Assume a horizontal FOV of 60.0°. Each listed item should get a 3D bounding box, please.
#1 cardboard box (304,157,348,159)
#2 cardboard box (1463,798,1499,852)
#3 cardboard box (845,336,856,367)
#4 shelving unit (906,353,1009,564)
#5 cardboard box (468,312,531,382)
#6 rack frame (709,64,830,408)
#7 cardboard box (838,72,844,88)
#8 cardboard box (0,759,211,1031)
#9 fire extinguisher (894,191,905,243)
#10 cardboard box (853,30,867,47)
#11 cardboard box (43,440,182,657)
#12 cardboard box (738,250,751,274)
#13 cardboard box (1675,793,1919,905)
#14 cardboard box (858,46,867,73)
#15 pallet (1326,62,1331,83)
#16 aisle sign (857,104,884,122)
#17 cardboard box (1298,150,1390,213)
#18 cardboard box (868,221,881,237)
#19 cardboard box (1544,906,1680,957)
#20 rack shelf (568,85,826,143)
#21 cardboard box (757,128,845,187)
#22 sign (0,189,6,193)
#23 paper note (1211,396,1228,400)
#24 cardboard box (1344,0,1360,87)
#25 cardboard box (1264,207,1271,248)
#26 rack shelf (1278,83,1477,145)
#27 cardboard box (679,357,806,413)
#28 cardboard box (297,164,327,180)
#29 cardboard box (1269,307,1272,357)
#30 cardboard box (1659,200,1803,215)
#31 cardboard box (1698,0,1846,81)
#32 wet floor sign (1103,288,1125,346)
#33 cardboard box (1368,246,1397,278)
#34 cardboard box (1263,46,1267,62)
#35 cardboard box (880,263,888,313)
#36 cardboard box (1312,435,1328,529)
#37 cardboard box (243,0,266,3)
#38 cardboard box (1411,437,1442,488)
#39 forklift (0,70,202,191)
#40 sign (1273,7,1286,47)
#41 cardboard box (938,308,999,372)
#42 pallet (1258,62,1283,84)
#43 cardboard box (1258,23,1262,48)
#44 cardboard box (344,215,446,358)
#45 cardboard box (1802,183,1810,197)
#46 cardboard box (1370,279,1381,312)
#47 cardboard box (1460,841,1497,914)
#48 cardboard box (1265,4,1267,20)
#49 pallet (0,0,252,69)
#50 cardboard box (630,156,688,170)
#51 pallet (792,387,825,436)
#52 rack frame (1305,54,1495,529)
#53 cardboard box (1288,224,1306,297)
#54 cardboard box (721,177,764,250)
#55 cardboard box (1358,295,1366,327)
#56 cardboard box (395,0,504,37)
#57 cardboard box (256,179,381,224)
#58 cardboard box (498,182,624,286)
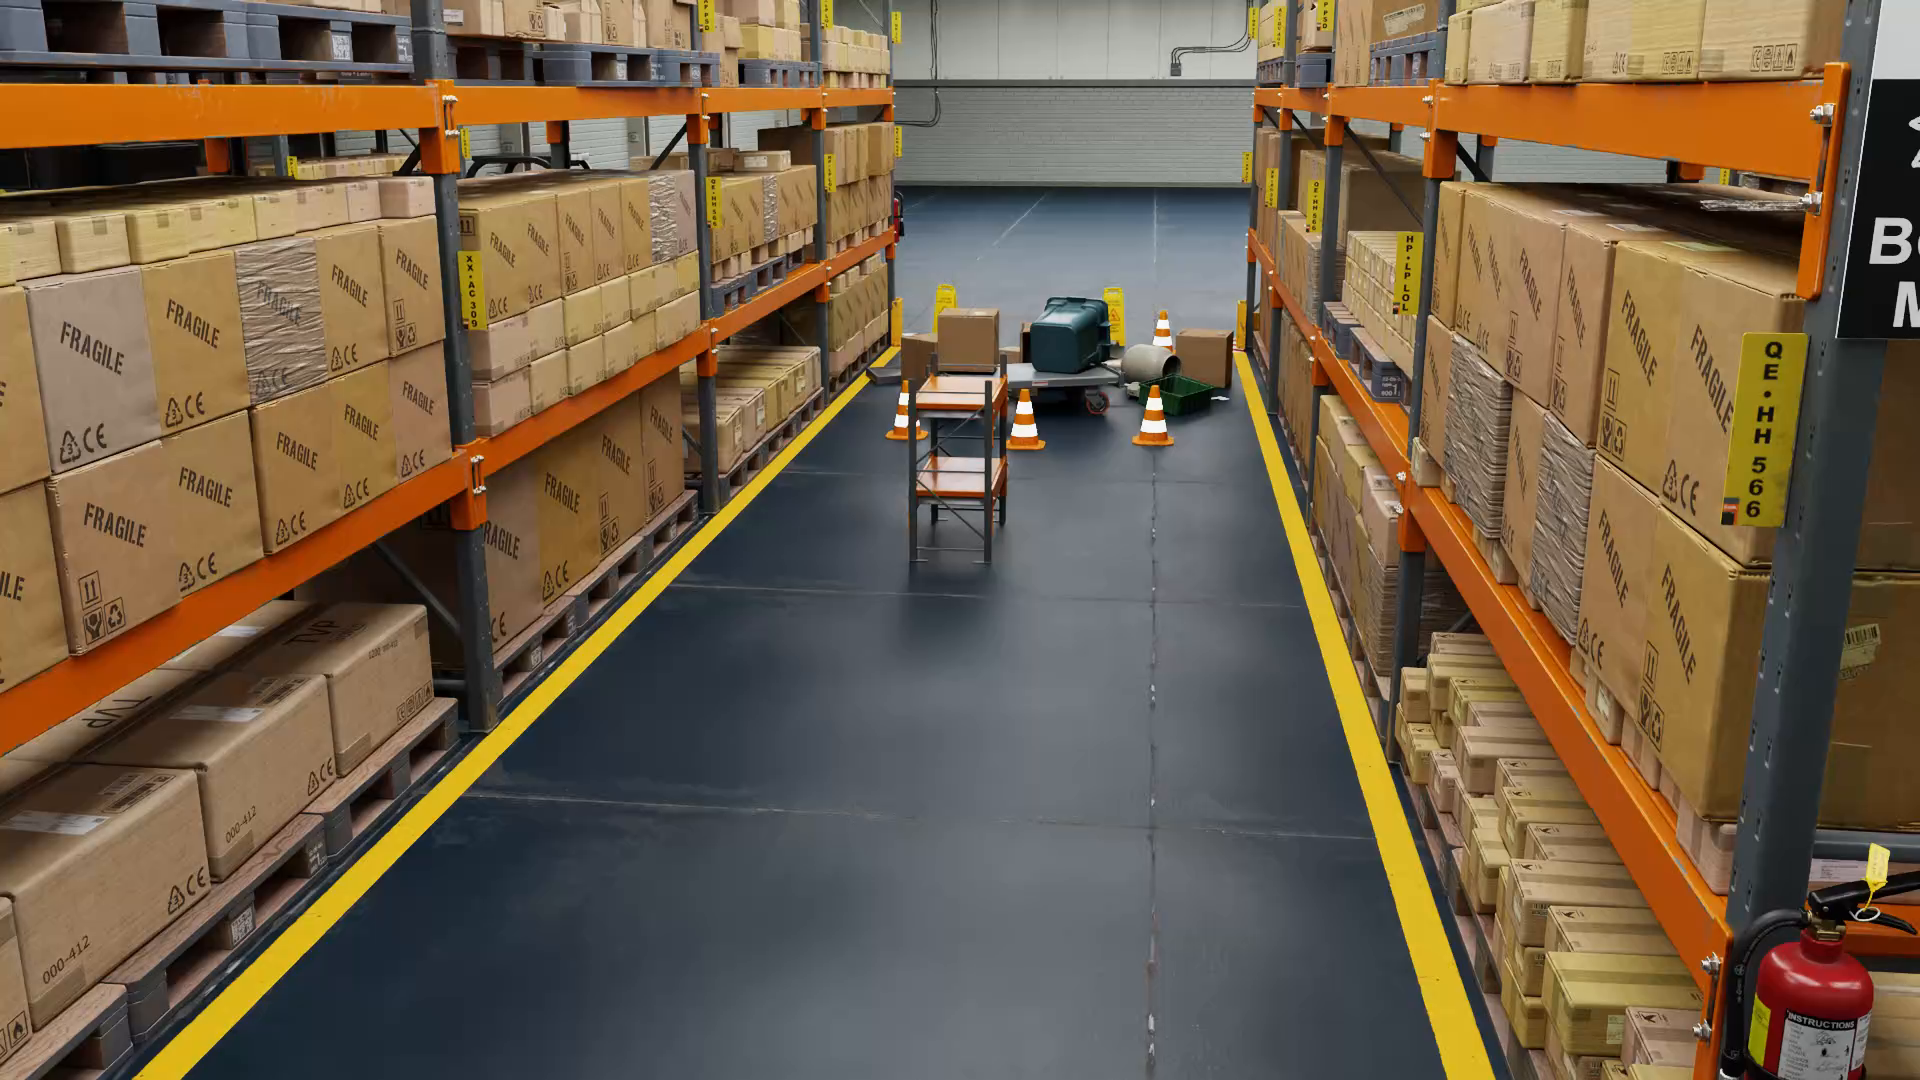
[{"bbox_3d":[-6.679,-3.953,17.529,0.380,0.149,0.250,1,15,5],"label":"cardboard box"},{"bbox_3d":[1.865,0.966,5.430,0.380,0.149,0.250,2,15,6],"label":"cardboard box"},{"bbox_3d":[-1.310,-1.839,16.179,0.500,0.250,0.500,3,15,9],"label":"cardboard box"},{"bbox_3d":[-0.001,-0.541,10.509,0.538,1.125,1.048,2,15,6],"label":"shelving unit"},{"bbox_3d":[-2.266,-0.879,7.497,0.500,0.250,0.500,1,15,5],"label":"cardboard box"},{"bbox_3d":[-1.693,-2.679,14.825,1.000,3.000,0.127,2,15,6],"label":"rack frame"},{"bbox_3d":[-1.302,-4.346,15.724,0.380,0.149,0.250,1,15,5],"label":"cardboard box"},{"bbox_3d":[-2.978,1.055,5.117,0.875,0.438,0.875,2,15,8],"label":"cardboard box"},{"bbox_3d":[-0.771,-3.696,18.731,0.296,0.674,0.183,2,15,6],"label":"fire extinguisher"},{"bbox_3d":[-1.127,-4.933,16.368,0.380,0.149,0.250,2,15,8],"label":"cardboard box"},{"bbox_3d":[-2.603,0.005,4.705,0.500,0.500,0.500,2,15,6],"label":"cardboard box"},{"bbox_3d":[-1.730,-2.015,12.044,0.380,0.149,0.250,2,15,7],"label":"cardboard box"},{"bbox_3d":[1.638,0.581,3.249,0.380,0.149,0.250,2,15,6],"label":"cardboard box"},{"bbox_3d":[-1.199,-4.699,16.265,0.500,0.250,0.500,2,15,7],"label":"cardboard box"},{"bbox_3d":[2.928,-3.338,11.875,1.003,0.211,1.213,2,15,9],"label":"pallet"},{"bbox_3d":[-0.947,-4.979,18.350,0.394,0.787,0.004,2,15,6],"label":"aisle sign"},{"bbox_3d":[3.186,-2.962,13.762,0.700,0.500,0.500,1,15,5],"label":"cardboard box"},{"bbox_3d":[-1.039,-3.290,17.563,0.380,0.149,0.250,2,15,7],"label":"cardboard box"},{"bbox_3d":[1.771,1.094,4.386,0.380,0.149,0.250,1,15,4],"label":"cardboard box"},{"bbox_3d":[-1.919,-3.262,12.609,1.077,0.370,4.000,2,15,6],"label":"rack shelf"},{"bbox_3d":[-1.428,-3.462,15.041,0.700,0.500,0.500,2,15,6],"label":"cardboard box"},{"bbox_3d":[-6.537,-2.294,11.334,0.100,0.325,0.005,2,15,6],"label":"sign"},{"bbox_3d":[2.412,-1.328,15.514,0.147,0.020,0.142,-10,18,-32],"label":"paper note"},{"bbox_3d":[2.407,-2.749,9.142,0.500,0.500,0.500,2,15,6],"label":"cardboard box"},{"bbox_3d":[3.444,-3.149,16.273,0.875,0.550,0.500,2,15,6],"label":"cardboard box"},{"bbox_3d":[3.011,-3.142,12.167,1.077,0.370,4.000,2,15,6],"label":"rack shelf"},{"bbox_3d":[-1.828,-1.291,13.920,0.950,0.372,0.625,3,15,10],"label":"cardboard box"},{"bbox_3d":[-6.336,-3.541,16.005,0.380,0.149,0.250,1,15,5],"label":"cardboard box"},{"bbox_3d":[3.475,-2.132,16.066,0.875,0.875,0.875,2,15,7],"label":"cardboard box"},{"bbox_3d":[2.424,-0.763,5.061,0.500,0.500,0.500,2,15,8],"label":"cardboard box"},{"bbox_3d":[1.671,-0.949,2.966,0.500,0.250,0.500,1,15,5],"label":"cardboard box"},{"bbox_3d":[1.724,-2.527,18.770,0.267,0.644,0.232,-1,15,-3],"label":"wet floor sign"},{"bbox_3d":[2.421,-1.505,9.018,0.380,0.149,0.250,2,15,9],"label":"cardboard box"},{"bbox_3d":[3.217,-4.834,16.530,0.380,0.149,0.250,2,15,6],"label":"cardboard box"},{"bbox_3d":[-1.073,-2.739,18.071,0.500,0.500,0.500,2,15,7],"label":"cardboard box"},{"bbox_3d":[2.452,-0.343,10.167,0.500,0.500,0.500,1,15,4],"label":"cardboard box"},{"bbox_3d":[-2.716,-2.003,5.382,0.797,0.503,0.637,3,15,11],"label":"cardboard box"},{"bbox_3d":[1.977,-0.300,6.506,0.380,0.149,0.250,2,15,8],"label":"cardboard box"},{"bbox_3d":[-4.845,-1.133,9.237,1.130,2.935,3.031,2,15,6],"label":"forklift"},{"bbox_3d":[2.685,-4.312,13.972,0.100,0.325,0.005,2,15,6],"label":"sign"},{"bbox_3d":[0.079,-1.794,14.887,0.500,0.500,0.500,2,15,6],"label":"cardboard box"},{"bbox_3d":[3.614,-4.810,17.127,1.003,0.211,1.213,2,15,6],"label":"pallet"},{"bbox_3d":[3.378,-5.250,17.306,0.500,0.250,0.500,2,15,6],"label":"cardboard box"},{"bbox_3d":[-2.375,-1.005,6.525,0.500,0.500,0.500,2,15,6],"label":"cardboard box"},{"bbox_3d":[8.411,-3.084,15.560,0.875,0.500,0.500,2,15,6],"label":"cardboard box"},{"bbox_3d":[2.387,-1.294,8.808,0.380,0.149,0.250,2,15,6],"label":"cardboard box"},{"bbox_3d":[1.867,1.111,5.463,0.380,0.149,0.250,1,15,5],"label":"cardboard box"},{"bbox_3d":[3.218,-5.219,16.428,0.380,0.149,0.250,1,15,5],"label":"cardboard box"},{"bbox_3d":[-2.839,-1.482,4.821,1.003,0.211,1.213,2,15,6],"label":"pallet"},{"bbox_3d":[-2.241,-2.782,12.397,0.380,0.149,0.250,1,15,4],"label":"cardboard box"},{"bbox_3d":[-1.780,-1.131,14.442,1.003,0.211,1.213,2,15,6],"label":"pallet"},{"bbox_3d":[2.785,-1.522,10.546,1.000,3.000,0.127,2,15,6],"label":"rack frame"},{"bbox_3d":[2.737,-2.087,12.444,0.500,0.500,0.500,2,15,7],"label":"cardboard box"},{"bbox_3d":[-1.759,-2.420,12.299,0.500,0.500,0.500,2,15,7],"label":"cardboard box"},{"bbox_3d":[2.445,-1.284,9.342,0.380,0.149,0.250,2,15,9],"label":"cardboard box"},{"bbox_3d":[-2.192,-2.310,7.165,0.396,0.266,0.258,2,15,6],"label":"cardboard box"},{"bbox_3d":[-2.452,-1.294,6.352,0.380,0.149,0.250,2,15,8],"label":"cardboard box"},{"bbox_3d":[-2.120,-1.638,8.867,0.500,0.500,0.500,1,15,5],"label":"cardboard box"}]
